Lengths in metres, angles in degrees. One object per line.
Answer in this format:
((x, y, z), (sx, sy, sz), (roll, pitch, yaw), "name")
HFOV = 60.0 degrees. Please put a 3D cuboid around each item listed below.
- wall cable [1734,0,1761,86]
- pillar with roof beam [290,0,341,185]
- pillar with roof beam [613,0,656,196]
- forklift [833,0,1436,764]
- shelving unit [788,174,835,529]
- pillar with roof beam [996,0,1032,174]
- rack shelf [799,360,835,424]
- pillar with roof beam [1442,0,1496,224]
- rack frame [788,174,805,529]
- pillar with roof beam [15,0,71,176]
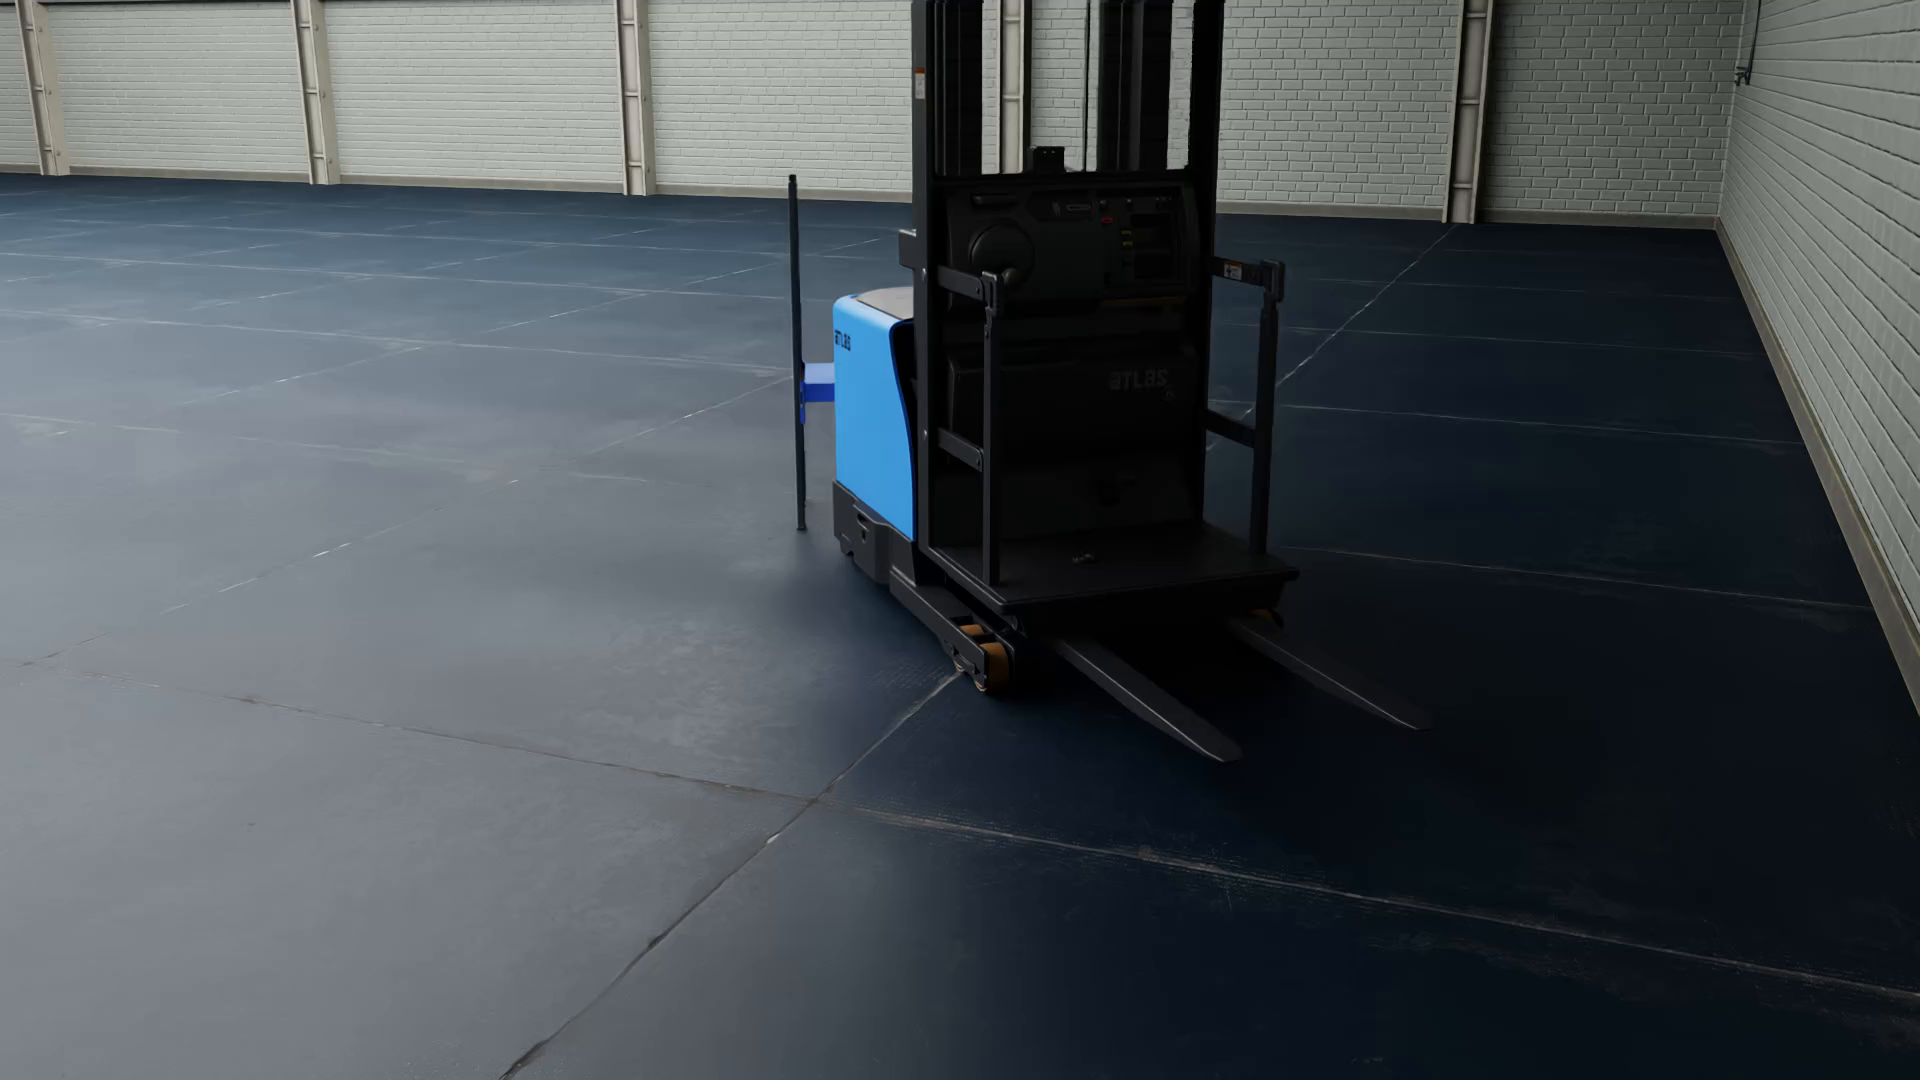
((8.567, -6.205, 17.977), (0.112, 2.526, 3.097), (6, 17, 21), "wall cable")
((-12.013, -9.066, 22.260), (0.400, 9.000, 9.100), (6, 17, 21), "pillar with roof beam")
((-6.431, -8.452, 20.146), (0.400, 9.000, 9.100), (6, 17, 21), "pillar with roof beam")
((0.468, -1.038, 5.492), (1.130, 2.935, 3.031), (-6, 17, -20), "forklift")
((-0.215, -0.849, 7.409), (1.048, 1.500, 0.538), (-1, 16, -5), "shelving unit")
((-0.850, -7.838, 18.032), (0.400, 9.000, 9.100), (6, 17, 21), "pillar with roof beam")
((-0.215, -0.677, 7.459), (1.000, 0.185, 0.538), (-1, 16, -5), "rack shelf")
((4.732, -7.224, 15.918), (0.400, 9.000, 9.100), (6, 17, 21), "pillar with roof beam")
((-0.722, -0.837, 7.366), (0.032, 1.500, 0.500), (-1, 16, -5), "rack frame")
((-17.594, -9.679, 24.374), (0.400, 9.000, 9.100), (6, 17, 21), "pillar with roof beam")
